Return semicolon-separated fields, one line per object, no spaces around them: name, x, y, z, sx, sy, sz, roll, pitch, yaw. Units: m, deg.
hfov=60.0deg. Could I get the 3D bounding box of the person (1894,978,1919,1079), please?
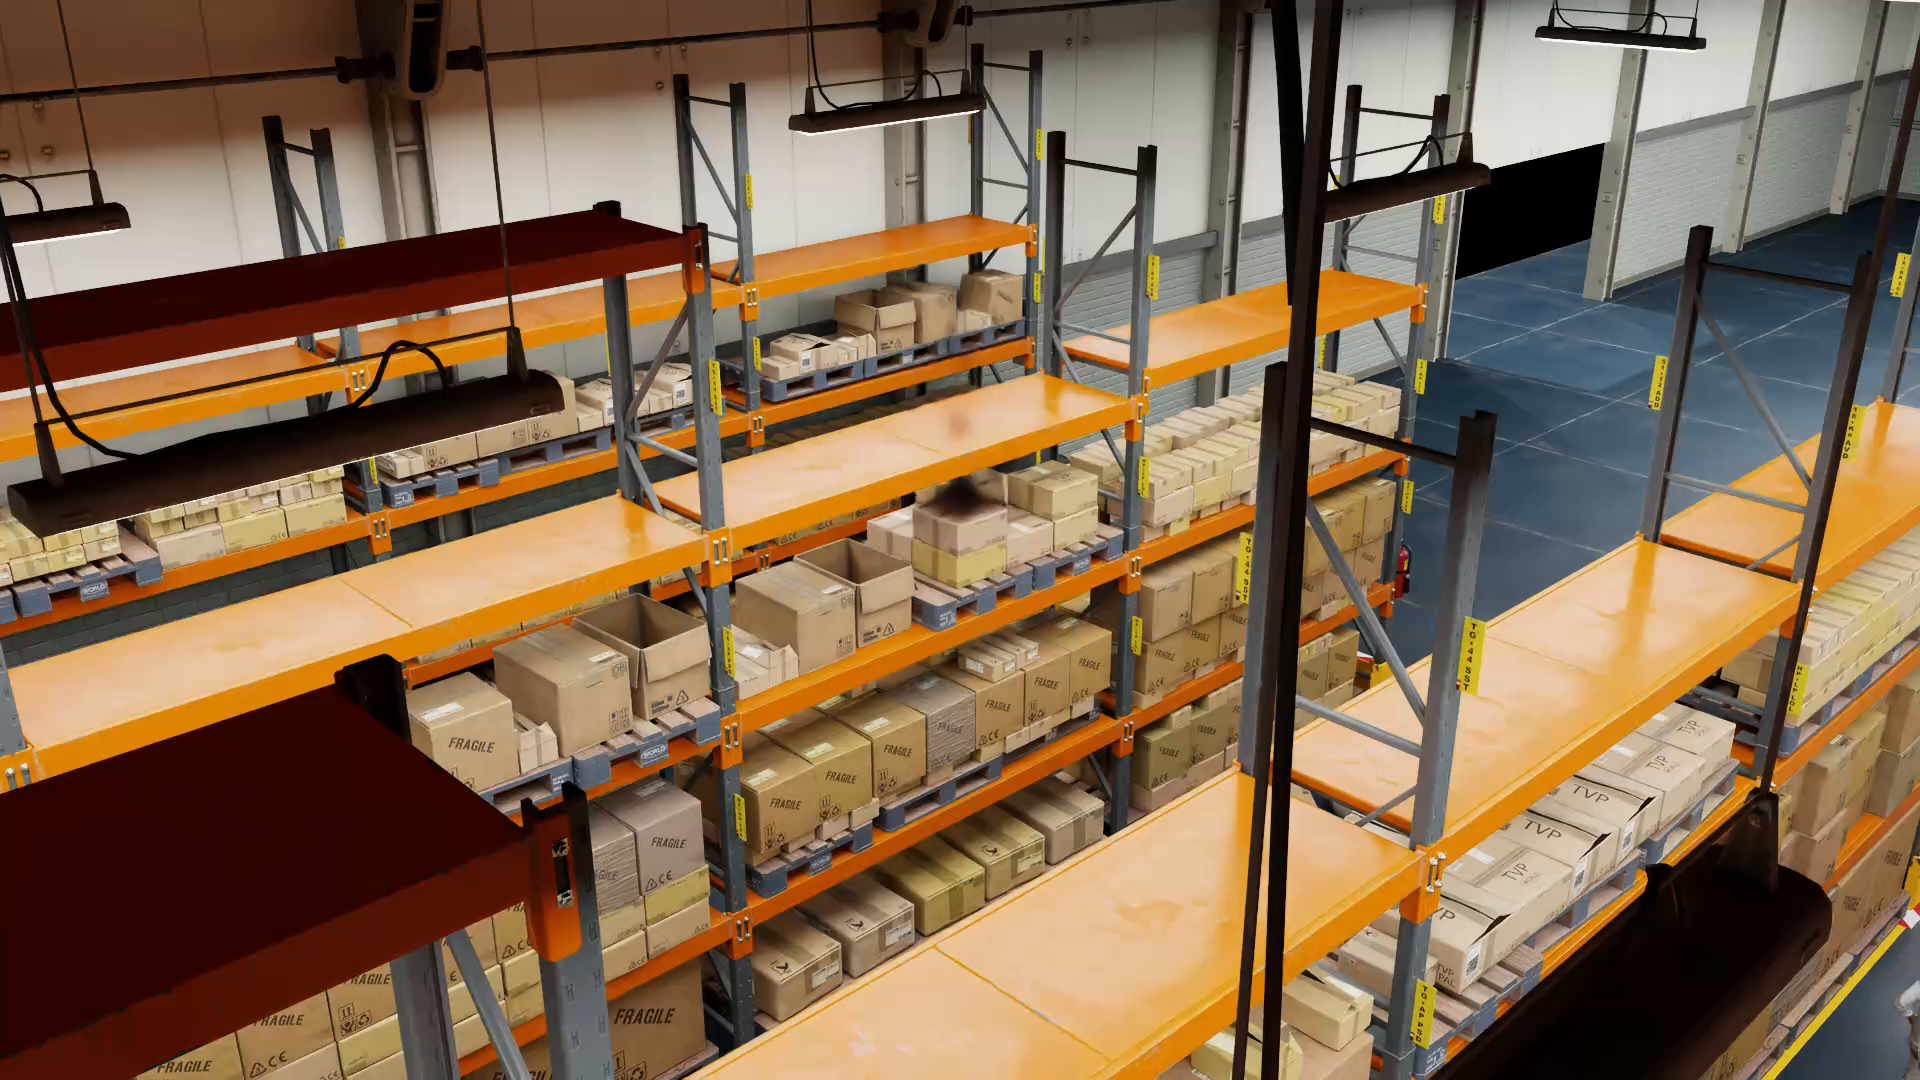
person;6.399;3.267;10.873;0.521;1.561;0.570;20;30;39
